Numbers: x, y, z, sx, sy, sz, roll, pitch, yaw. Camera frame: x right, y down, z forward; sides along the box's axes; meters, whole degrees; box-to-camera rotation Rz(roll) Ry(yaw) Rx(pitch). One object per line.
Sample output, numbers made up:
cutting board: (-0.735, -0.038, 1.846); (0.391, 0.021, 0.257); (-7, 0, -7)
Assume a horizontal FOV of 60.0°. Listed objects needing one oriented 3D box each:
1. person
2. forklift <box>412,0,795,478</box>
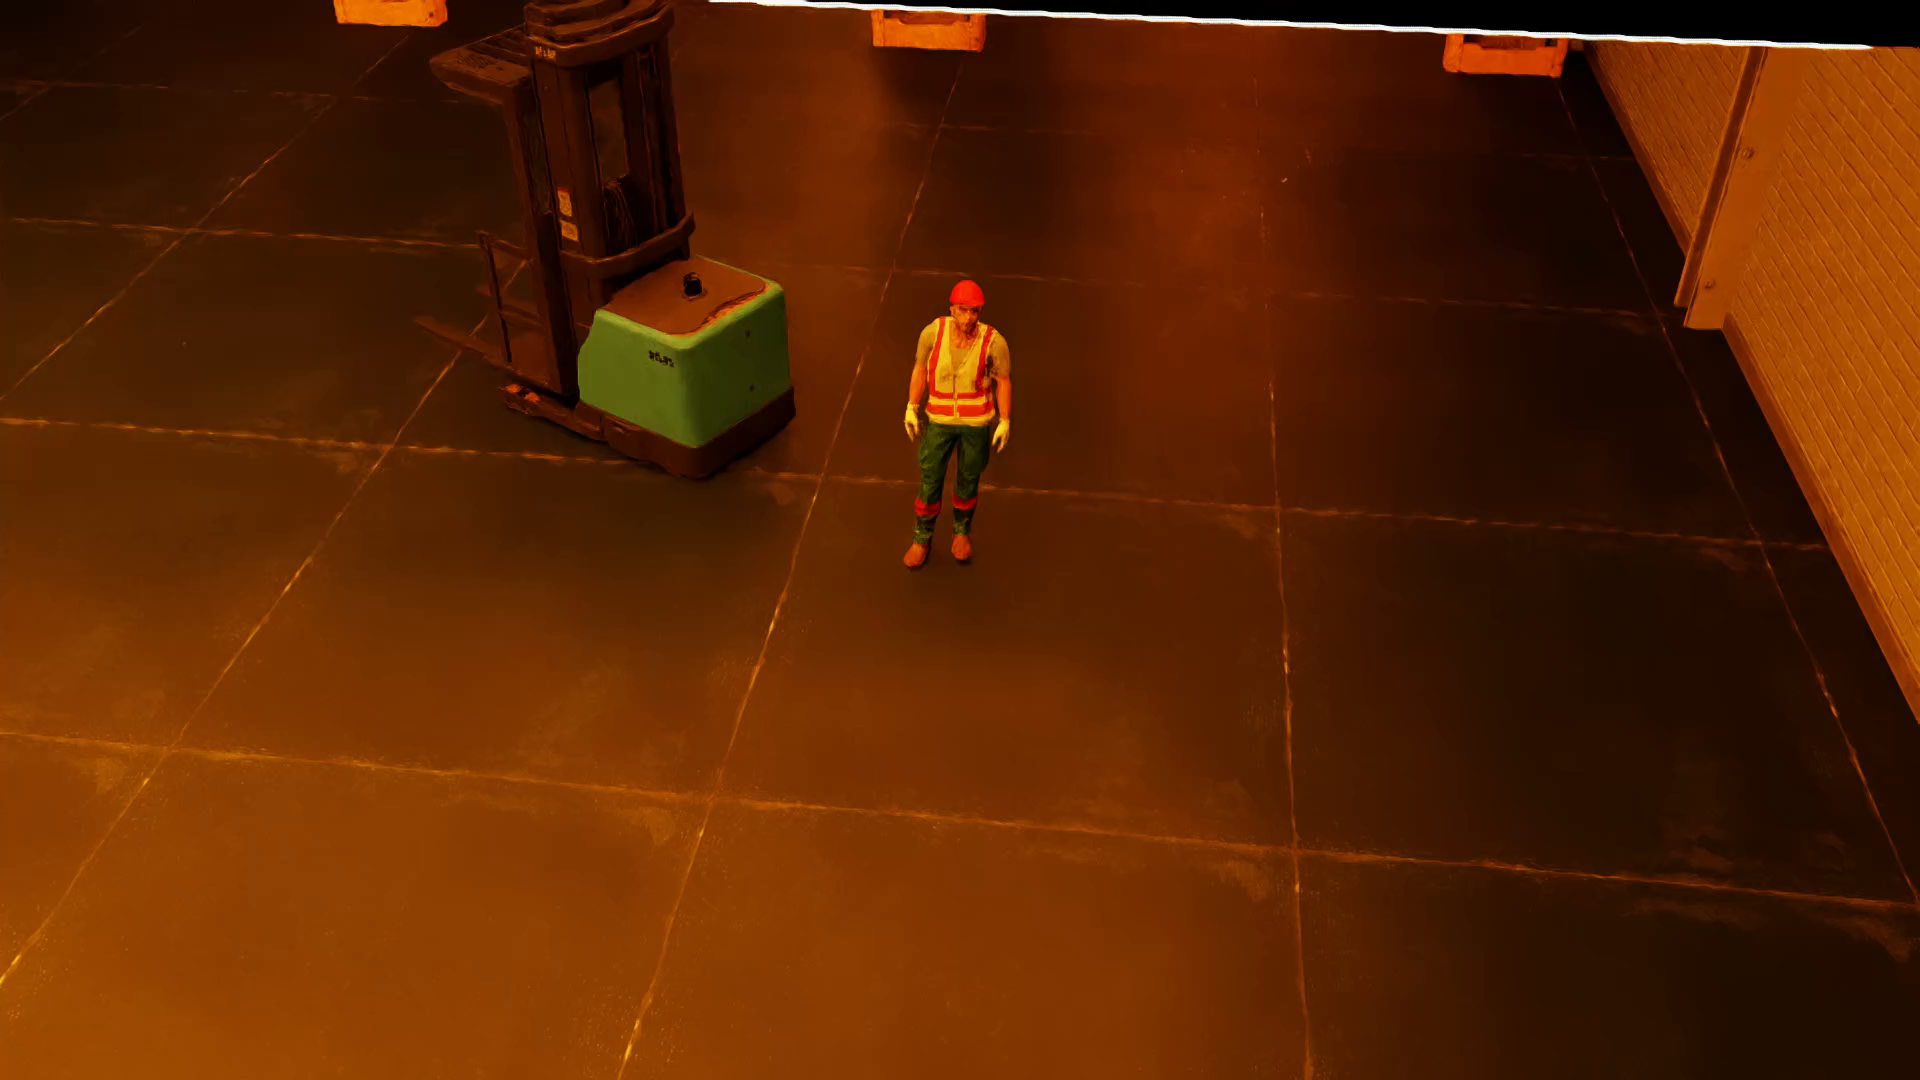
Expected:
person: (-0.021, -0.679, 9.902); (0.637, 1.787, 0.563); (4, 37, 6)
forklift: (-2.643, -2.278, 11.119); (3.031, 2.935, 1.130); (23, 42, 28)
